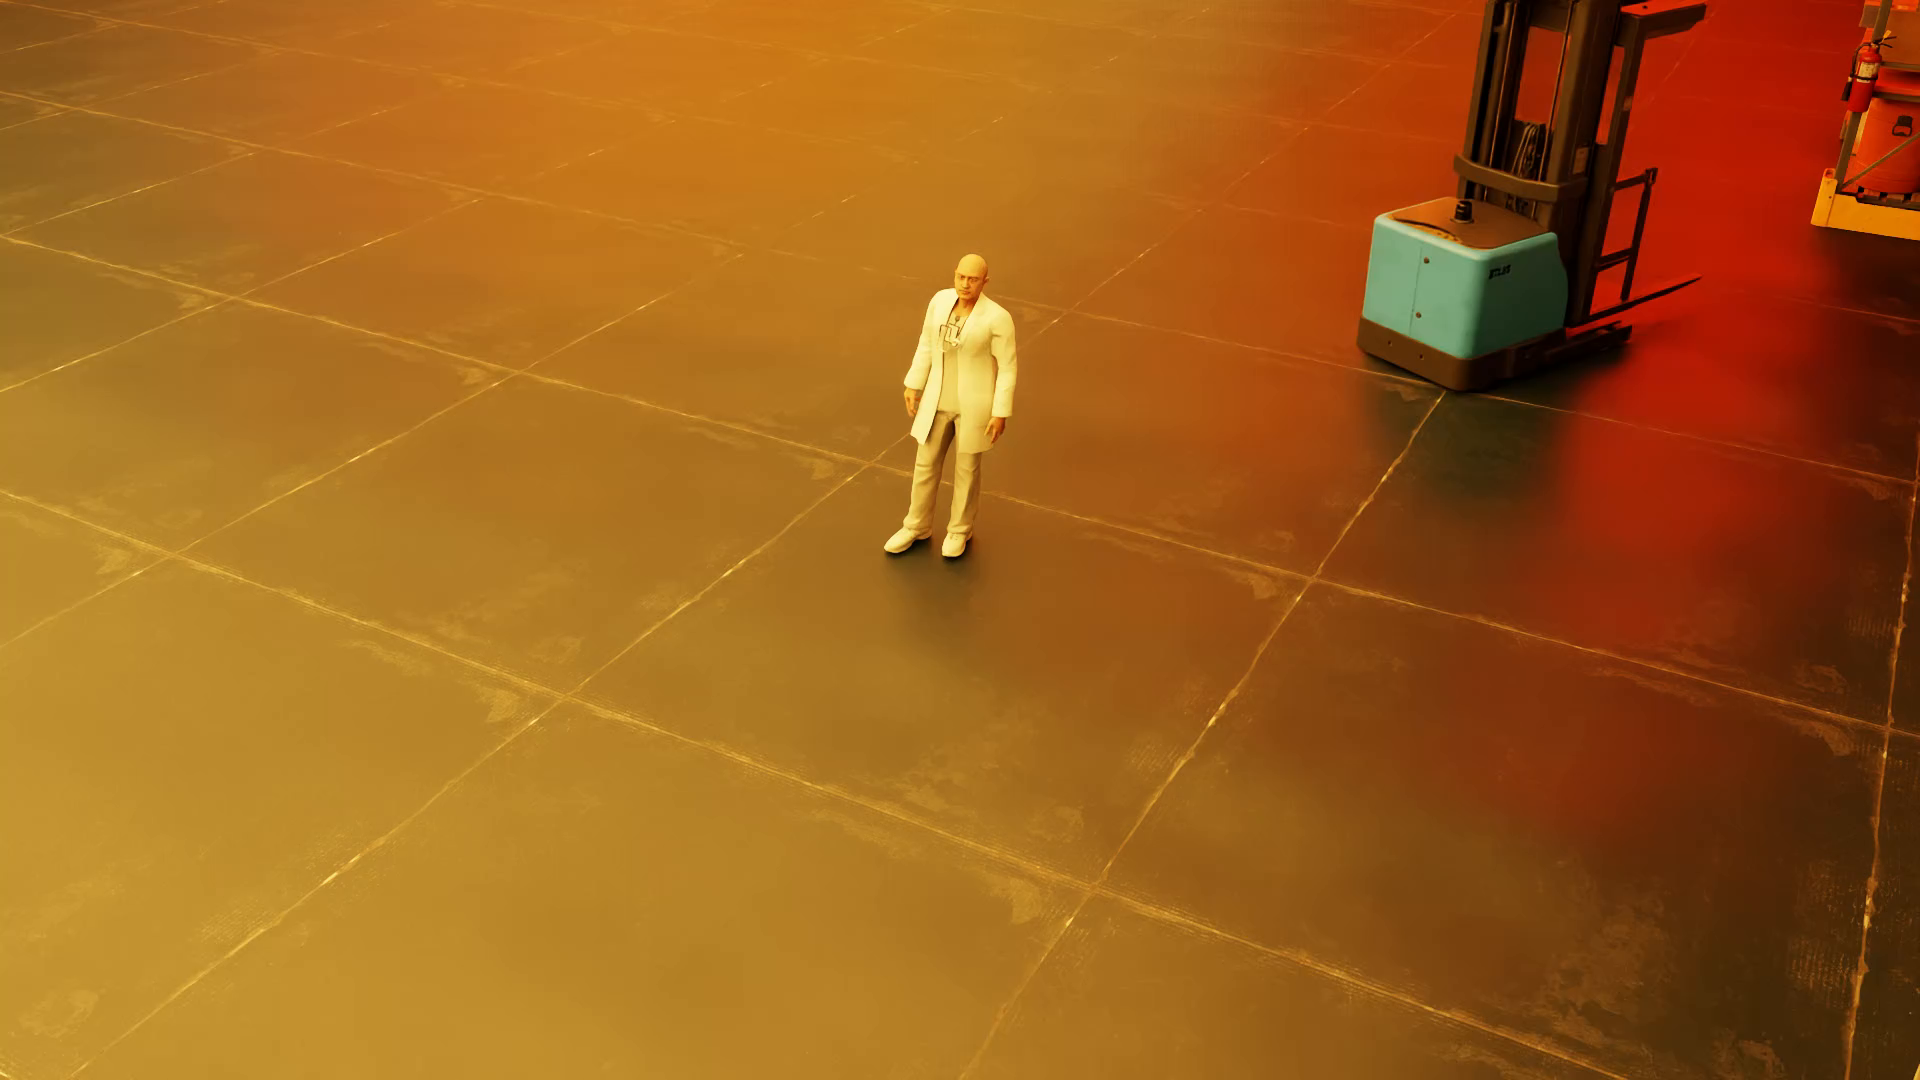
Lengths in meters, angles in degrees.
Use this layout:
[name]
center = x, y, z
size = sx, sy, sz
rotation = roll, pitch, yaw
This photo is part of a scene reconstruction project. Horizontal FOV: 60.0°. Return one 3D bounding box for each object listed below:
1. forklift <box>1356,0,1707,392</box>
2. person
[forklift]
center = 4.450, -2.879, 12.059
size = 3.031, 2.935, 1.130
rotation = -19, 35, -29
[person]
center = -0.048, -0.738, 9.488
size = 0.696, 1.776, 0.581
rotation = 15, 33, 25
